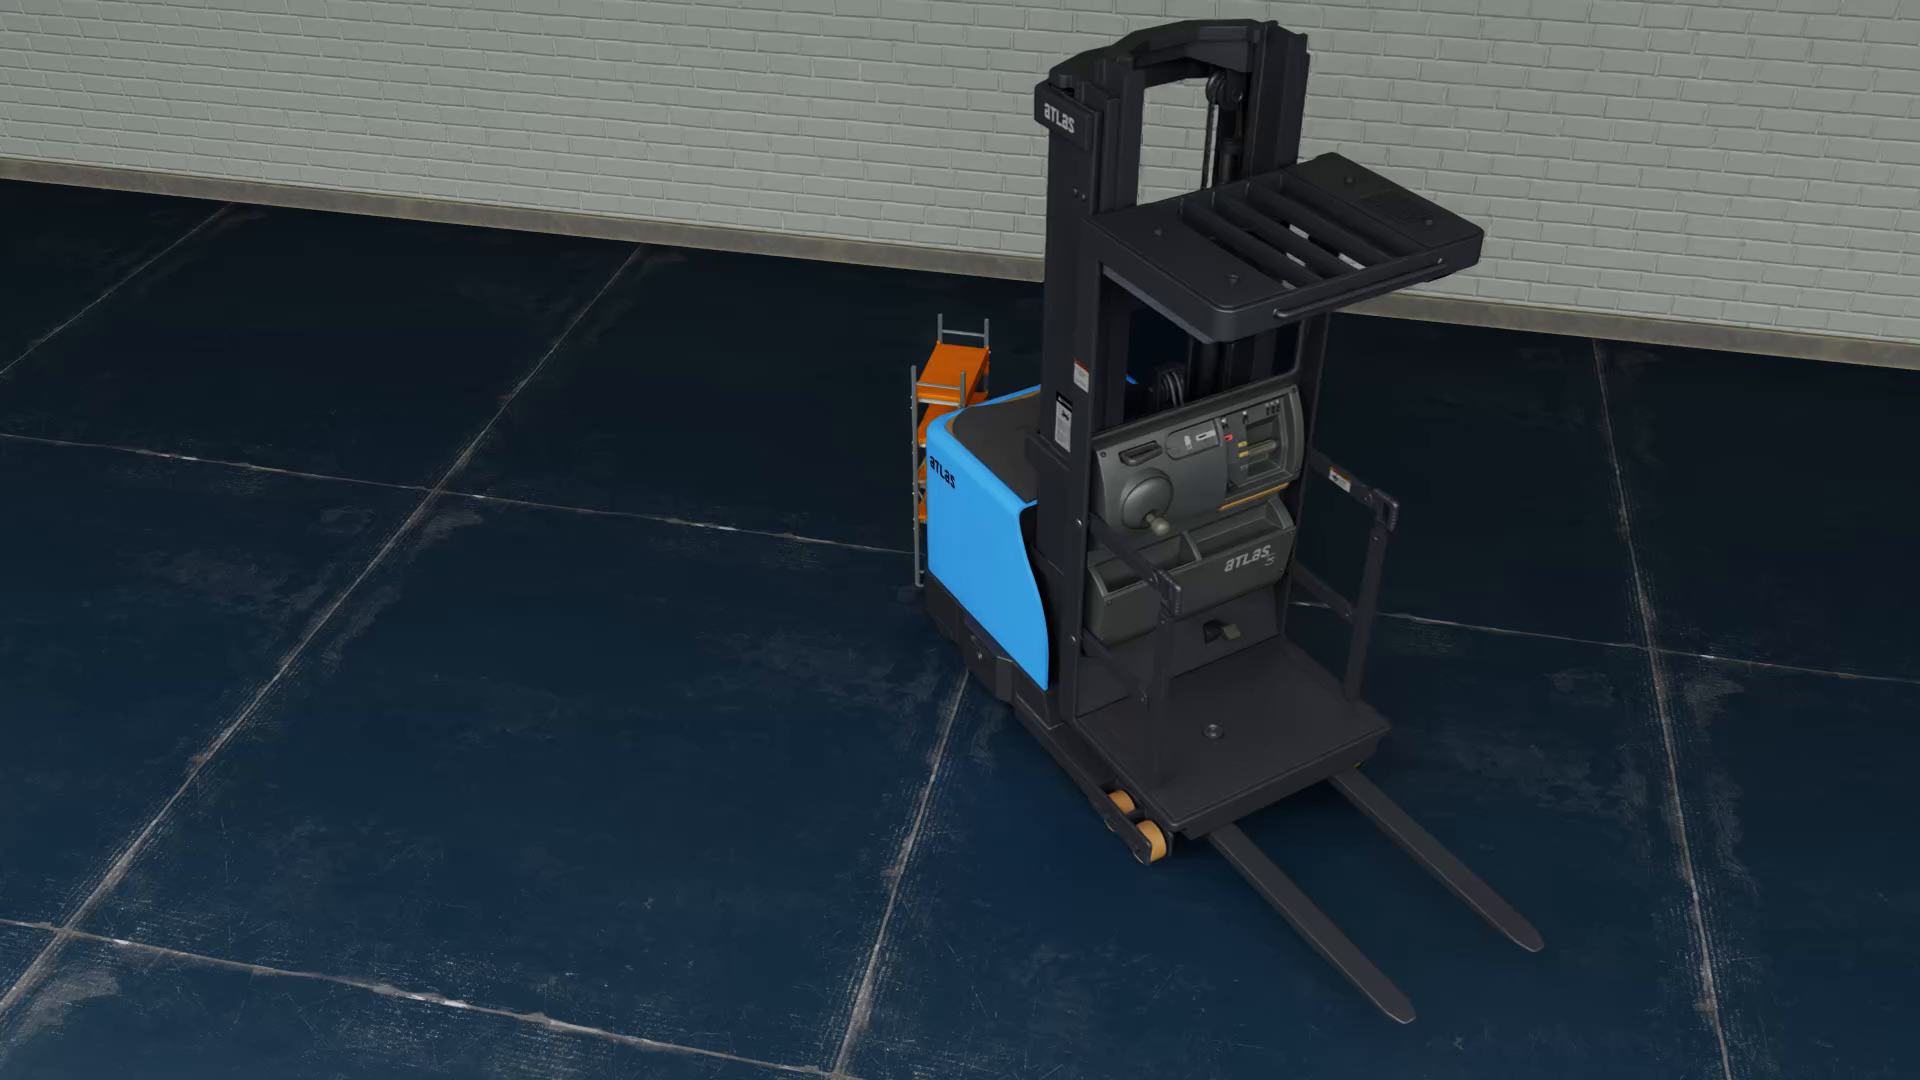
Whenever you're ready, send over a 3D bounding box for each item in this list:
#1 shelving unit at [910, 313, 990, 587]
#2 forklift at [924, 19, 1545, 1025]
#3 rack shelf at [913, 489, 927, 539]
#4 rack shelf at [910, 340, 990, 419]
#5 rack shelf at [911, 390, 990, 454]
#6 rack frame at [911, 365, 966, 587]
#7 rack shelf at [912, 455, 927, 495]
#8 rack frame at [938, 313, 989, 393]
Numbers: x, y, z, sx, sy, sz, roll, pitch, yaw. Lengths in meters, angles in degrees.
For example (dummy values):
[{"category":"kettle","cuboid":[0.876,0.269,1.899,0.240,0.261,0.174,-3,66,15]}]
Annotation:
[{"category":"shelving unit","cuboid":[-0.040,-0.396,7.774,0.258,1.200,0.503,8,37,11]},{"category":"forklift","cuboid":[1.018,-0.236,6.077,1.130,2.935,3.031,-19,40,-24]},{"category":"rack shelf","cuboid":[-0.040,-0.181,7.929,0.258,0.148,0.480,8,37,11]},{"category":"rack shelf","cuboid":[-0.039,-0.714,7.543,0.258,0.148,0.480,8,37,11]},{"category":"rack shelf","cuboid":[-0.039,-0.523,7.682,0.258,0.148,0.480,8,37,11]},{"category":"rack frame","cuboid":[-0.095,-0.256,7.581,0.240,1.200,0.015,8,37,11]},{"category":"rack shelf","cuboid":[-0.040,-0.341,7.813,0.258,0.148,0.480,8,37,11]},{"category":"rack frame","cuboid":[0.016,-0.535,7.966,0.240,1.200,0.015,8,37,11]}]
